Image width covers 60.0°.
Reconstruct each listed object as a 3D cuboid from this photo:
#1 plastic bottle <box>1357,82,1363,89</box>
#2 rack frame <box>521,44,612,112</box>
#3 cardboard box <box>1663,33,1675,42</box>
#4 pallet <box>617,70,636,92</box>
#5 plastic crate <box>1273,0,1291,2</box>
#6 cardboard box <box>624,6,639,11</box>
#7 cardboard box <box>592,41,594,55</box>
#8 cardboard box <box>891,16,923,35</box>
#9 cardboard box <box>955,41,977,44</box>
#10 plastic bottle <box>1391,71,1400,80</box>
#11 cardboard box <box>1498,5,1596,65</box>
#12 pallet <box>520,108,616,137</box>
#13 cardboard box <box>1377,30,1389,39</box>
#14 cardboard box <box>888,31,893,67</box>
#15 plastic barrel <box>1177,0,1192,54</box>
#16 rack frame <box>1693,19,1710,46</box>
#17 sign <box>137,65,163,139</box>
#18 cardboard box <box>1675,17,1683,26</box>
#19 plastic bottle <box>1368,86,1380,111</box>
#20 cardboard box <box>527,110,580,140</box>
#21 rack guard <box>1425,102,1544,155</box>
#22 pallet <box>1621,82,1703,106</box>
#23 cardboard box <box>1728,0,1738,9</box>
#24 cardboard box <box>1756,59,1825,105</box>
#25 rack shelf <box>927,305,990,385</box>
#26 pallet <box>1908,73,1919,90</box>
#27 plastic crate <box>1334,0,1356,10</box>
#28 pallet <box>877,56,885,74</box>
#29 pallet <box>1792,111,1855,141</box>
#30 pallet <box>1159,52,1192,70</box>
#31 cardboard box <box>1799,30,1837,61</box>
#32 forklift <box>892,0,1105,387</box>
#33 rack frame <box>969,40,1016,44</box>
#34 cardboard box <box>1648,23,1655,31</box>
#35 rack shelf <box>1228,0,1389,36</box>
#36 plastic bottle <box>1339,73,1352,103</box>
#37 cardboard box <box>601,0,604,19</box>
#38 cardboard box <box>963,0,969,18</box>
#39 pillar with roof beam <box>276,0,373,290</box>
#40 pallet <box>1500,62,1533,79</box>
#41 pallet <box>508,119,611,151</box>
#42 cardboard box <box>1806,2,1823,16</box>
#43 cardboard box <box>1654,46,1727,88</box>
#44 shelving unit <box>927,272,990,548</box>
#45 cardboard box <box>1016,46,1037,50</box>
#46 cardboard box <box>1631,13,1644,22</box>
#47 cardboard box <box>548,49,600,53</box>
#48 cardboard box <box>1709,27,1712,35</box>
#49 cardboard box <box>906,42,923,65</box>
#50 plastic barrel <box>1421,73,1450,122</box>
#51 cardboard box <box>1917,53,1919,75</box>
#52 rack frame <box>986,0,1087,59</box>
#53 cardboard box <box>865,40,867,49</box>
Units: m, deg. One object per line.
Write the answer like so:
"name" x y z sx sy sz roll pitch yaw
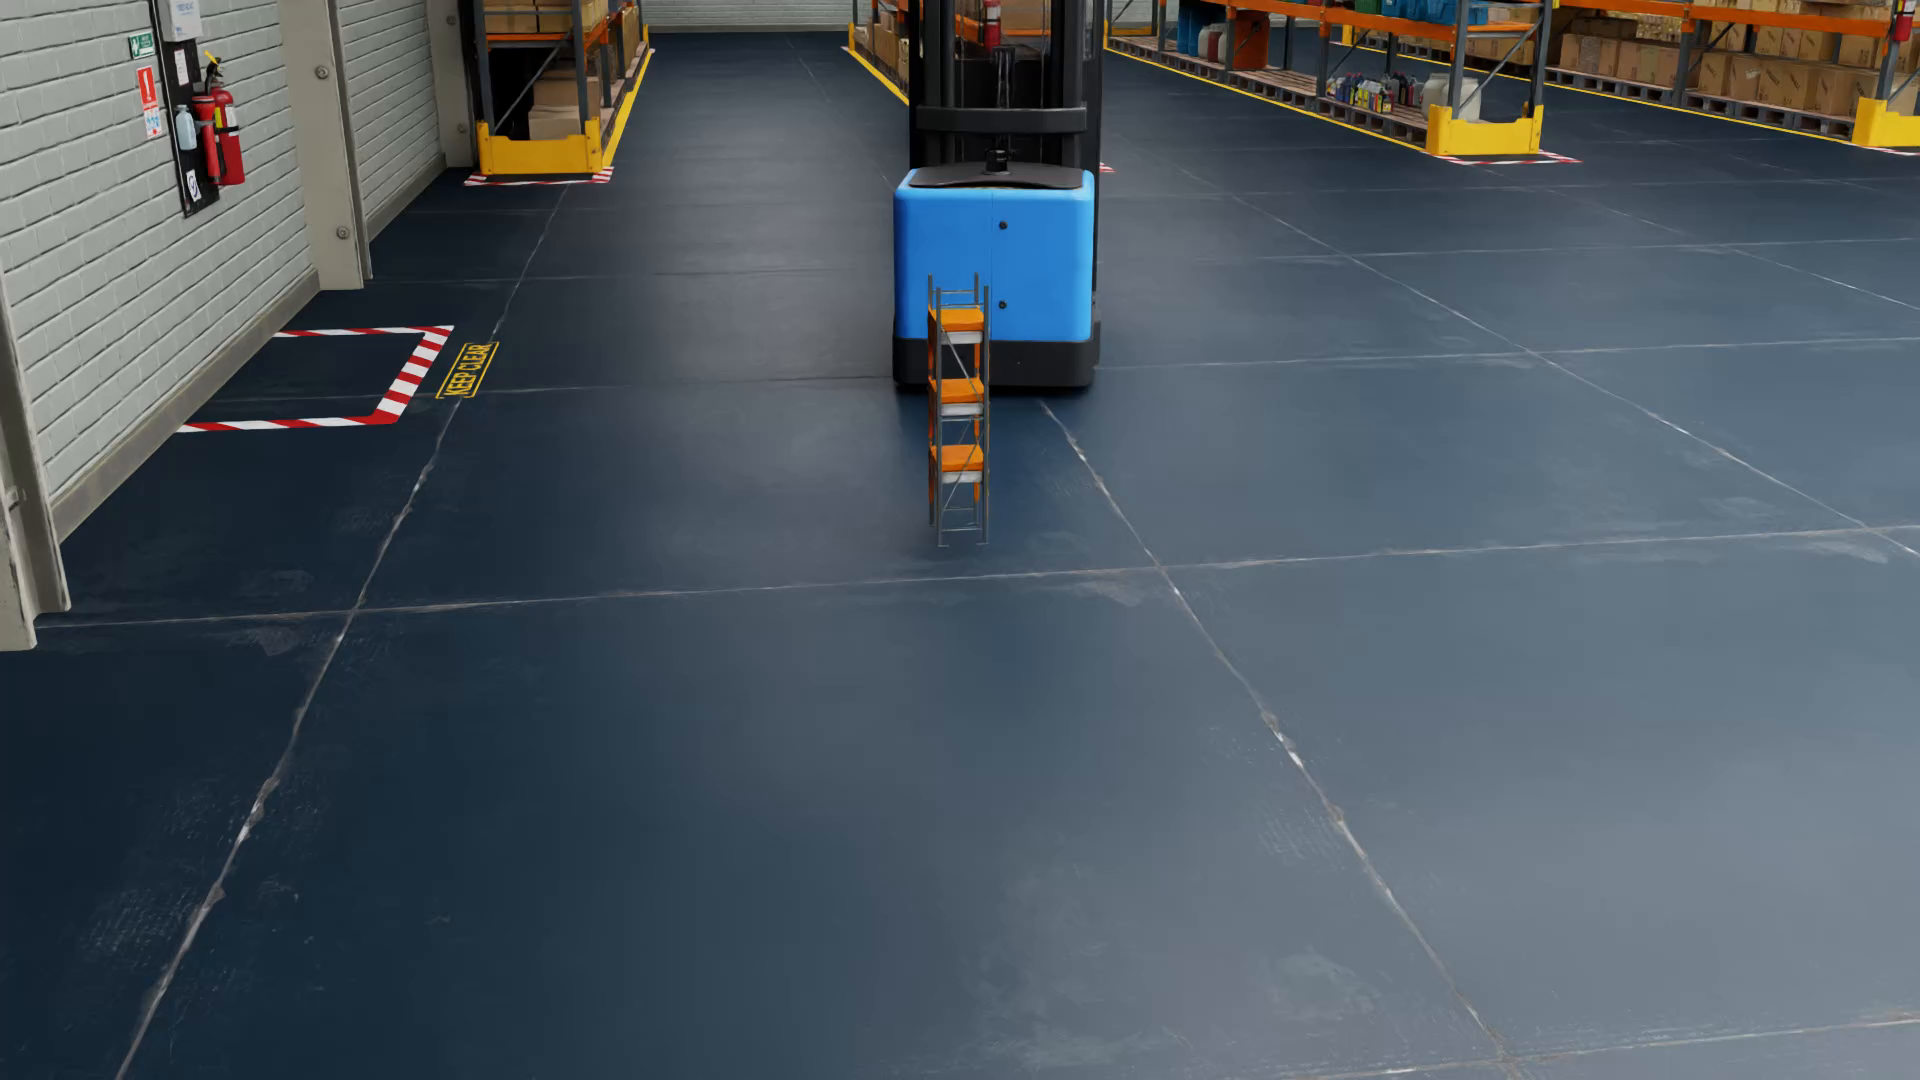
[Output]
"plastic bottle" 4.876 -5.444 20.275 0.097 0.271 0.097 0 20 0
"rack frame" -4.718 -6.431 19.648 1.000 3.000 0.127 -3 21 -8
"cardboard box" 13.306 -9.328 30.878 0.380 0.149 0.250 -4 21 -10
"pallet" -5.334 -6.786 24.585 1.003 0.211 1.213 -3 21 -8
"plastic crate" 4.555 -7.420 22.599 0.450 0.188 0.662 -3 21 -8
"cardboard box" -6.049 -9.643 30.292 0.380 0.149 0.250 -3 21 -8
"cardboard box" -4.987 -6.404 21.446 0.500 0.250 0.500 -4 21 -9
"cardboard box" -0.773 -7.785 25.144 0.500 0.250 0.500 -2 21 -6
"cardboard box" -0.060 -5.766 20.124 0.500 0.500 0.500 -3 21 -8
"plastic bottle" 5.463 -5.687 20.814 0.144 0.351 0.185 -3 21 -9
"cardboard box" 9.331 -8.007 26.303 1.225 0.875 0.875 -4 21 -10
"pallet" -4.587 -4.894 19.518 1.003 0.211 1.213 -3 21 -8
"cardboard box" 8.559 -10.004 31.651 0.875 0.875 0.875 -3 21 -8
"cardboard box" -0.835 -7.593 25.703 0.500 0.500 0.500 -4 21 -10
"plastic barrel" 3.994 -8.725 28.189 0.600 0.901 0.708 -3 21 -8
"rack frame" 13.756 -10.166 29.646 1.000 3.000 0.127 -3 21 -8
"sign" -3.938 -2.130 8.081 0.001 0.329 0.234 -3 21 -8
"cardboard box" 13.371 -9.502 30.494 0.380 0.149 0.250 -3 21 -7
"plastic bottle" 4.934 -5.226 19.686 0.152 0.276 0.135 -3 21 -9
"cardboard box" -4.152 -4.237 16.987 0.500 0.311 0.500 -5 21 -14
"rack guard" 5.604 -4.399 17.779 1.175 0.500 0.348 -3 21 -8
"pallet" 9.873 -6.144 22.864 1.003 0.211 1.213 -3 21 -8
"cardboard box" 9.852 -6.715 20.766 0.380 0.149 0.250 -3 21 -8
"cardboard box" 10.262 -5.657 20.547 0.500 0.500 0.500 -5 21 -13
"rack shelf" -0.008 -0.766 6.486 0.215 0.259 0.240 -3 21 -8
"pallet" 14.544 -6.776 24.557 1.003 0.211 1.213 -3 21 -8
"plastic crate" 5.035 -6.714 20.494 0.767 0.338 0.504 -3 21 -8
"pallet" -0.816 -7.866 27.475 1.003 0.211 1.213 -3 21 -8
"pallet" 10.470 -4.799 19.262 1.003 0.211 1.213 -3 21 -8
"pallet" 4.002 -8.125 28.168 1.003 0.211 1.213 -3 21 -8
"cardboard box" 13.979 -8.021 26.877 0.500 0.500 0.500 -3 21 -8
"forklift" 0.276 -2.640 9.595 1.130 2.935 3.031 2 21 4
"rack frame" 0.183 -6.682 20.320 1.000 3.000 0.127 -3 21 -8
"cardboard box" 13.275 -9.717 31.494 0.380 0.149 0.250 -4 21 -10
"rack shelf" 4.797 -7.286 22.965 1.077 0.370 4.000 -3 21 -8
"plastic bottle" 4.791 -5.595 20.568 0.144 0.351 0.185 -2 21 -6
"cardboard box" -4.199 -5.875 18.345 0.500 0.250 0.500 -3 21 -8
"cardboard box" 0.404 -6.219 18.938 0.700 0.500 0.500 -3 21 -7
"pillar with roof beam" 0.026 -6.195 10.441 9.100 9.000 0.400 -3 21 -8
"pallet" 9.371 -7.536 26.591 1.003 0.211 1.213 -3 21 -8
"pallet" -4.407 -4.471 18.384 1.003 0.211 1.213 -3 21 -8
"cardboard box" 10.121 -6.198 19.383 0.380 0.149 0.250 -3 21 -8
"cardboard box" 9.919 -6.429 22.587 0.700 0.500 0.500 -5 21 -12
"shelving unit" -0.008 -0.510 6.582 0.215 1.050 0.252 -3 21 -8
"cardboard box" 0.603 -5.446 19.268 0.500 0.500 0.500 -3 21 -8
"cardboard box" 13.128 -10.037 31.927 0.380 0.149 0.250 -3 21 -7
"cardboard box" -5.081 -6.250 22.106 0.700 0.500 0.500 -3 21 -8
"cardboard box" 13.895 -9.391 30.621 0.380 0.149 0.250 -3 21 -7
"cardboard box" -0.453 -6.684 22.853 0.500 0.311 0.500 -3 21 -9
"plastic barrel" 5.419 -4.975 18.704 0.421 0.512 0.421 0 20 0
"cardboard box" 14.595 -7.083 24.009 1.050 0.750 0.750 -3 21 -8
"rack frame" 0.760 -5.297 16.612 1.000 3.000 0.127 -3 21 -8
"cardboard box" -1.446 -8.632 28.987 0.380 0.149 0.250 -3 21 -8
